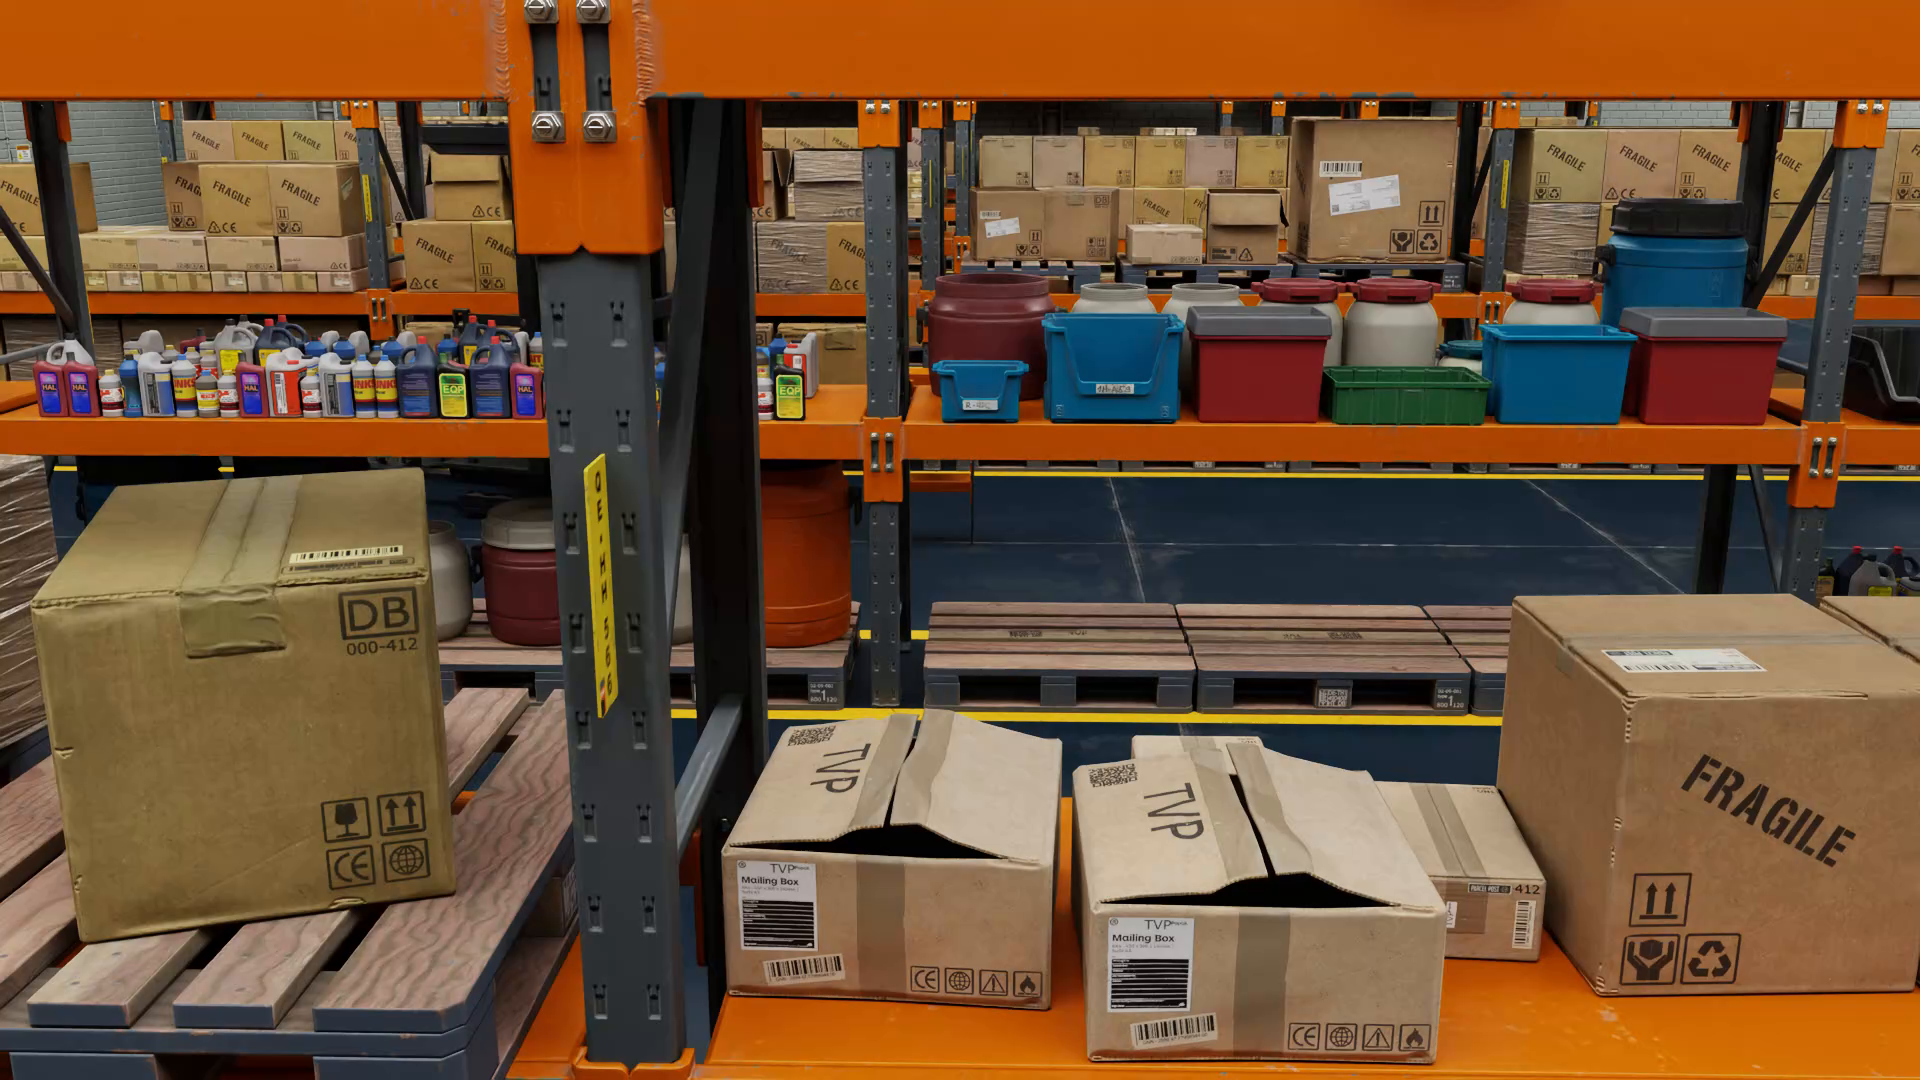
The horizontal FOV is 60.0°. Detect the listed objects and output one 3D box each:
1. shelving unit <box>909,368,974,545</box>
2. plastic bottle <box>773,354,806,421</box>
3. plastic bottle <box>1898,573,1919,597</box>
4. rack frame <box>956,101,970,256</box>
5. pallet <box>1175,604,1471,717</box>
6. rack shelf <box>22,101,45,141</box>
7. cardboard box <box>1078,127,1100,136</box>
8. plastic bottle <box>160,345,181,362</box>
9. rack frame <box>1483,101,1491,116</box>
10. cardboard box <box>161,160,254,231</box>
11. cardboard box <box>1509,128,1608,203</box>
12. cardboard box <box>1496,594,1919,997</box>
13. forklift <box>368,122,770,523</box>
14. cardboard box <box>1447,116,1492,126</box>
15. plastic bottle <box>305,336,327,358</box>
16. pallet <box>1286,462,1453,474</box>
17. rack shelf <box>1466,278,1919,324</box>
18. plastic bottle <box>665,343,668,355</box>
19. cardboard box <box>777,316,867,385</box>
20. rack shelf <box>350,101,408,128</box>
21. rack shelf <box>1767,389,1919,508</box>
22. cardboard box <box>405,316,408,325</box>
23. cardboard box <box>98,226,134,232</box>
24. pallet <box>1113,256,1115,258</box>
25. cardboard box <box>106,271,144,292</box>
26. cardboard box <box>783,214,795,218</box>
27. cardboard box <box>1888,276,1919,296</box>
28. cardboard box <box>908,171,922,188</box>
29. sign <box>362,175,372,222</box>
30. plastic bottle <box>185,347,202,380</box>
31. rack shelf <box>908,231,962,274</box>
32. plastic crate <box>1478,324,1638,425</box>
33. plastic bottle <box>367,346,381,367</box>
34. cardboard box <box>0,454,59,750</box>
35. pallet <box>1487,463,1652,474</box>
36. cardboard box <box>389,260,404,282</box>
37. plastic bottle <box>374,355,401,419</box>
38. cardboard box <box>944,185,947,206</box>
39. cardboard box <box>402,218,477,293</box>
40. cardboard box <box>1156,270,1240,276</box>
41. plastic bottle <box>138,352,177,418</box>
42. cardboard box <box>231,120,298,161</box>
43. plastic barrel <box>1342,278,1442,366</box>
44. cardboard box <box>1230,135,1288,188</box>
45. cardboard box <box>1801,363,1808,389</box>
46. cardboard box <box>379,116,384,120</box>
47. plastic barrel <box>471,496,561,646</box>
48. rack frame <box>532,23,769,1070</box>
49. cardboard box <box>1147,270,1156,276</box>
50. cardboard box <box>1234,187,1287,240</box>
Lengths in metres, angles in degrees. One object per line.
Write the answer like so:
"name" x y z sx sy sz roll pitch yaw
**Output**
"shelving unit" -0.165 -0.581 10.191 0.503 1.200 0.258 0 15 1
"plastic bottle" -0.738 -0.659 7.186 0.133 0.283 0.061 0 15 1
"plastic bottle" 4.541 0.279 7.881 0.135 0.276 0.152 0 15 1
"rack frame" 0.032 -3.349 17.153 0.127 3.000 1.000 0 15 1
"pallet" 1.668 0.550 7.840 1.213 0.211 1.003 0 15 1
"rack shelf" -6.320 -1.963 7.431 4.000 0.370 1.077 0 15 1
"cardboard box" 1.700 -5.382 21.986 0.250 0.149 0.380 0 15 -1
"plastic bottle" -3.802 -0.838 8.024 0.097 0.201 0.097 0 15 0
"rack frame" 8.178 -5.826 26.541 0.127 3.000 1.000 0 15 1
"cardboard box" -5.679 -2.620 12.633 0.500 0.500 0.500 0 15 0
"cardboard box" 4.246 -2.666 11.827 0.500 0.500 0.500 0 15 1
"cardboard box" 1.225 0.400 2.748 0.500 0.500 0.500 0 15 -2
"forklift" -2.747 -1.665 10.904 3.031 2.935 1.130 6 16 20
"cardboard box" 6.520 -5.165 21.299 0.500 0.500 0.700 0 15 1
"plastic bottle" -3.034 -0.828 7.849 0.097 0.271 0.097 0 15 0
"pallet" 3.025 -0.715 12.636 1.213 0.211 1.003 0 15 1
"rack shelf" 5.802 -1.698 12.305 4.000 0.370 1.077 0 15 1
"plastic bottle" -1.342 -0.866 7.971 0.133 0.283 0.061 0 15 1
"cardboard box" -0.885 -1.270 12.616 0.875 0.875 1.225 0 15 -1
"rack shelf" -6.194 -3.226 12.219 4.000 0.370 1.077 0 15 1
"rack shelf" 5.676 -0.435 7.517 4.000 0.370 1.077 0 15 1
"cardboard box" -5.600 -2.290 17.323 0.250 0.149 0.380 0 15 -1
"cardboard box" -6.686 -2.266 12.759 0.500 0.250 0.500 0 15 0
"pallet" 2.219 -4.505 27.003 1.213 0.211 1.003 0 15 1
"cardboard box" -6.047 -1.918 12.222 0.250 0.149 0.380 1 15 2
"cardboard box" -1.190 -2.208 12.634 0.500 0.500 0.500 0 15 0
"cardboard box" 6.761 -1.856 11.988 0.250 0.149 0.380 0 15 1
"cardboard box" -0.470 -3.604 16.625 0.250 0.149 0.380 0 15 -1
"sign" -4.207 -2.426 11.803 0.005 0.325 0.100 0 15 1
"plastic bottle" -3.670 -0.821 7.962 0.097 0.201 0.097 0 15 0
"rack shelf" -1.967 -3.014 17.294 4.000 0.370 1.077 0 15 1
"plastic crate" 2.566 -0.716 7.204 0.575 0.384 0.392 0 15 1
"plastic bottle" -2.798 -0.831 7.999 0.097 0.201 0.097 0 15 0
"cardboard box" -1.994 0.160 2.833 0.500 0.500 0.700 3 15 12
"pallet" 4.475 -0.715 12.636 1.213 0.211 1.003 0 15 1
"cardboard box" -4.482 -2.076 12.821 0.250 0.149 0.380 0 15 2
"plastic bottle" -2.498 -0.669 7.249 0.097 0.271 0.097 0 15 0
"cardboard box" -0.425 -4.607 22.215 0.500 0.250 0.500 0 15 0
"cardboard box" -3.741 -2.092 12.194 0.500 0.500 0.500 0 15 2
"cardboard box" 2.444 -2.426 17.244 0.750 0.750 1.050 0 15 1
"plastic bottle" -3.502 -0.685 7.300 0.135 0.276 0.152 0 15 1
"cardboard box" -7.019 -4.004 16.898 0.500 0.500 0.500 1 15 3
"plastic barrel" 1.992 -0.928 7.711 0.433 0.535 0.433 0 15 0
"cardboard box" 3.020 -3.859 16.931 0.500 0.500 0.700 0 15 0
"cardboard box" 6.579 -1.030 12.442 0.500 0.500 0.500 4 15 16
"cardboard box" -7.592 -5.437 21.638 0.250 0.149 0.380 1 15 3
"plastic barrel" -1.941 0.135 7.851 0.708 0.588 0.600 0 15 1
"rack frame" -0.453 0.442 2.783 0.053 2.616 0.949 0 15 1
"cardboard box" 2.813 -3.525 22.148 0.625 0.372 0.950 1 15 5
"cardboard box" 2.997 -3.310 16.809 0.500 0.500 0.500 0 15 1
